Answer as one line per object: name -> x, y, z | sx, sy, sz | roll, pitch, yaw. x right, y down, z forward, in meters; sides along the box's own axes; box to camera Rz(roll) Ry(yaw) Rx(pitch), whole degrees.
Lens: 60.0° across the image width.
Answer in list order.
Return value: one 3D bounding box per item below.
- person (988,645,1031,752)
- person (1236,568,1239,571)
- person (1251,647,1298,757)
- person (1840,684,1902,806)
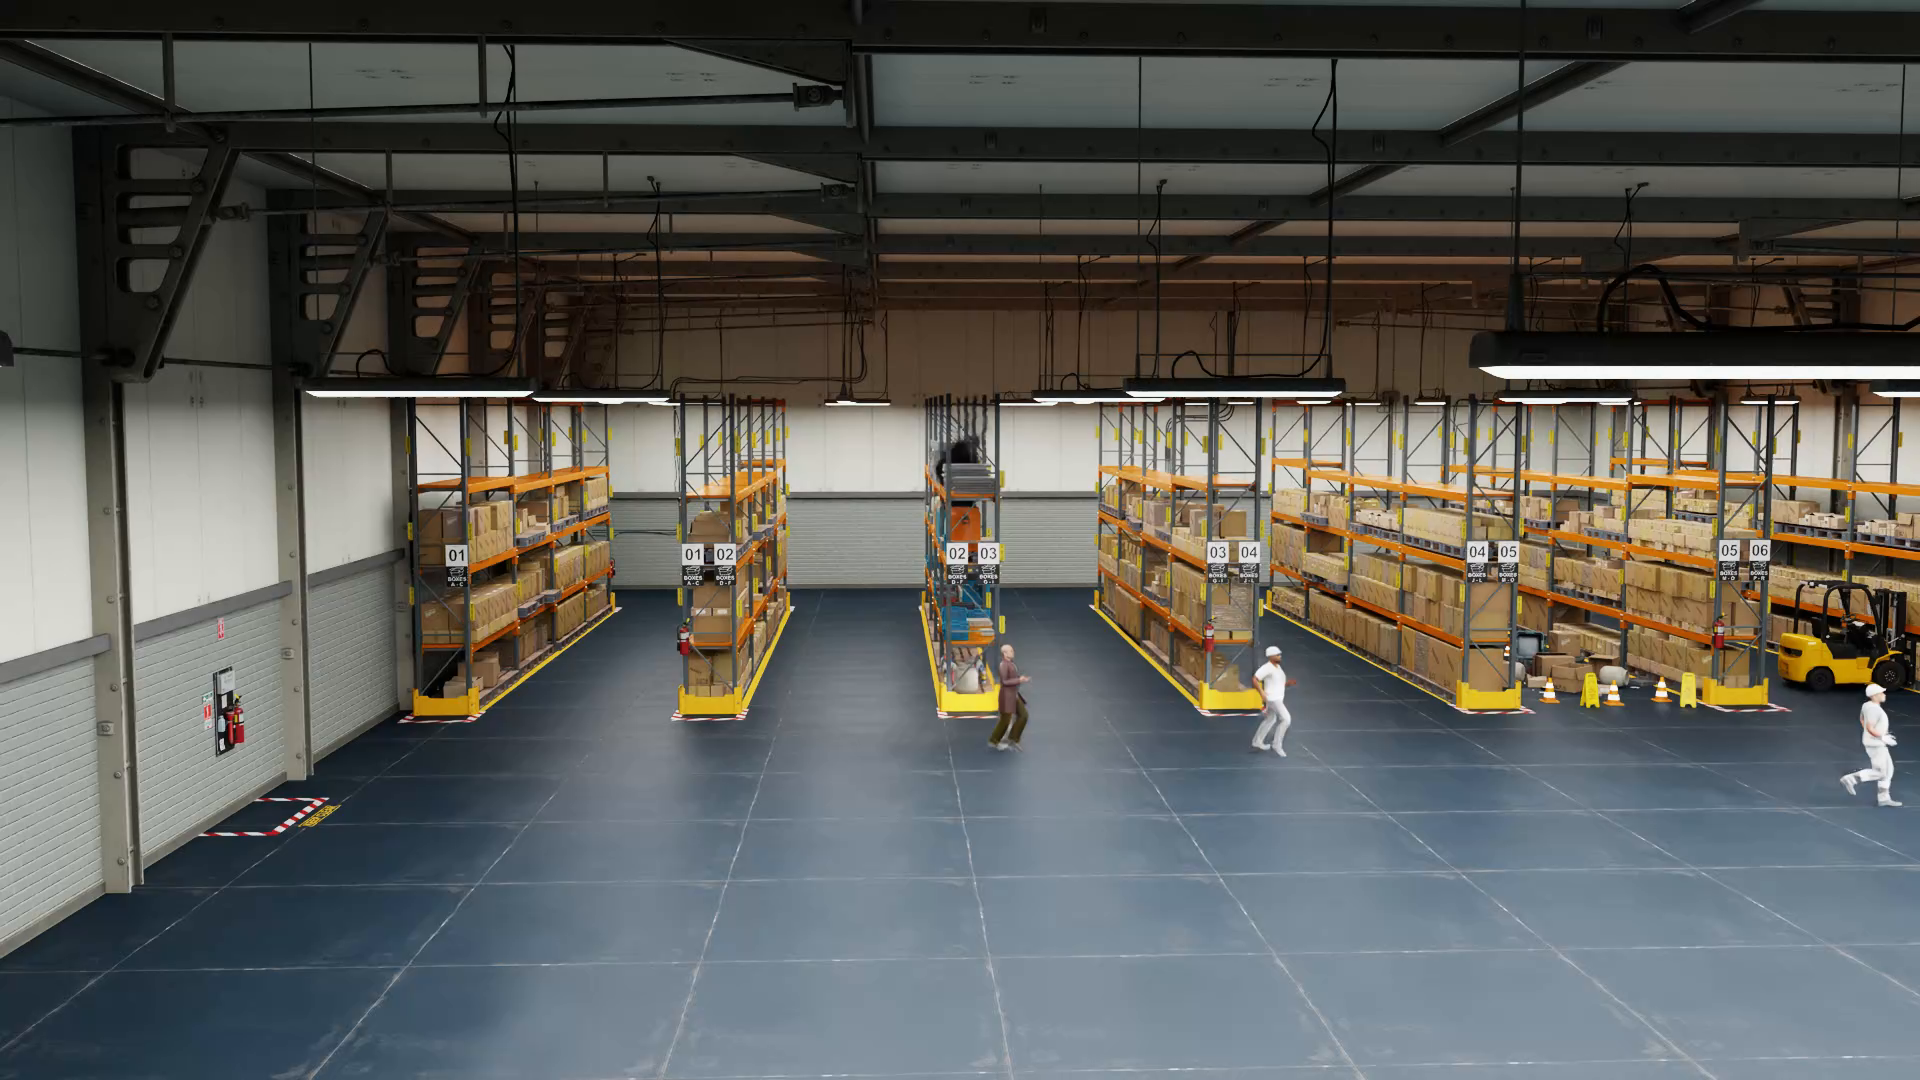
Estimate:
person -> 0.838, 2.657, 27.706 | 0.771, 1.829, 0.684 | 2, 5, 21
person -> 7.839, 1.313, 45.812 | 0.614, 1.641, 0.766 | 0, 5, -1
person -> 5.202, 2.671, 27.533 | 0.751, 1.823, 0.669 | 2, 5, 22
person -> 13.154, 2.948, 23.963 | 0.806, 1.757, 0.674 | 2, 5, 25
